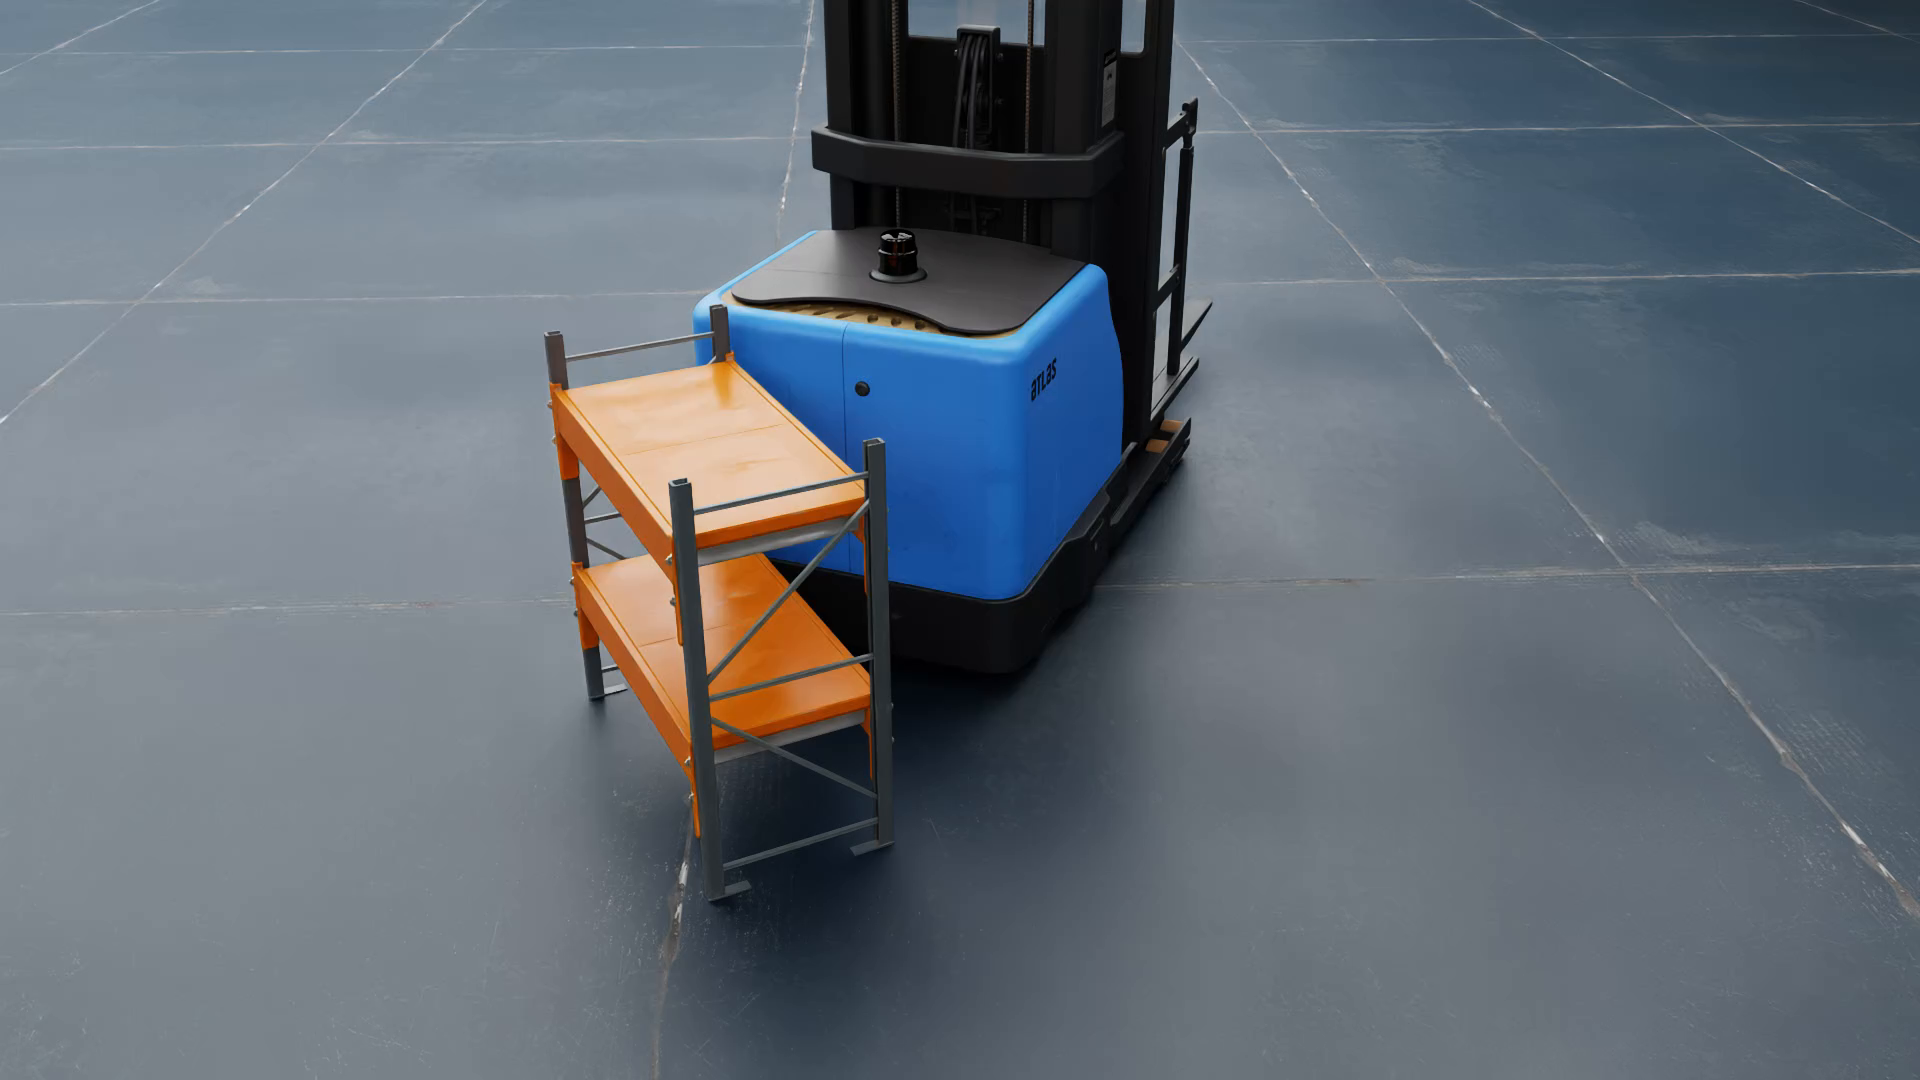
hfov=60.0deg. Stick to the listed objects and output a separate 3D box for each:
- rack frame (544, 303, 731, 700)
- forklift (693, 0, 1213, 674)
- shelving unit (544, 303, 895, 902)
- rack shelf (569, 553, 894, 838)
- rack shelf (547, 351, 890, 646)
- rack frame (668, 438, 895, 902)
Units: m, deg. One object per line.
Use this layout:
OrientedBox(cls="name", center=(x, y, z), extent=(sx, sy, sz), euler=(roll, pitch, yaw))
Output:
OrientedBox(cls="rack frame", center=(-0.863, -0.092, 4.710), extent=(0.500, 1.125, 0.032), euler=(-13, 30, -24))
OrientedBox(cls="forklift", center=(0.233, -1.570, 5.591), extent=(1.130, 2.935, 3.031), euler=(10, 29, 19))
OrientedBox(cls="shelving unit", center=(-0.630, 0.117, 4.309), extent=(0.538, 1.125, 1.048), euler=(-13, 30, -24))
OrientedBox(cls="rack shelf", center=(-0.630, 0.334, 4.422), extent=(0.538, 0.278, 1.000), euler=(-13, 30, -24))
OrientedBox(cls="rack shelf", center=(-0.630, -0.143, 4.174), extent=(0.538, 0.278, 1.000), euler=(-13, 30, -24))
OrientedBox(cls="rack frame", center=(-0.397, 0.326, 3.909), extent=(0.500, 1.125, 0.032), euler=(-13, 30, -24))
